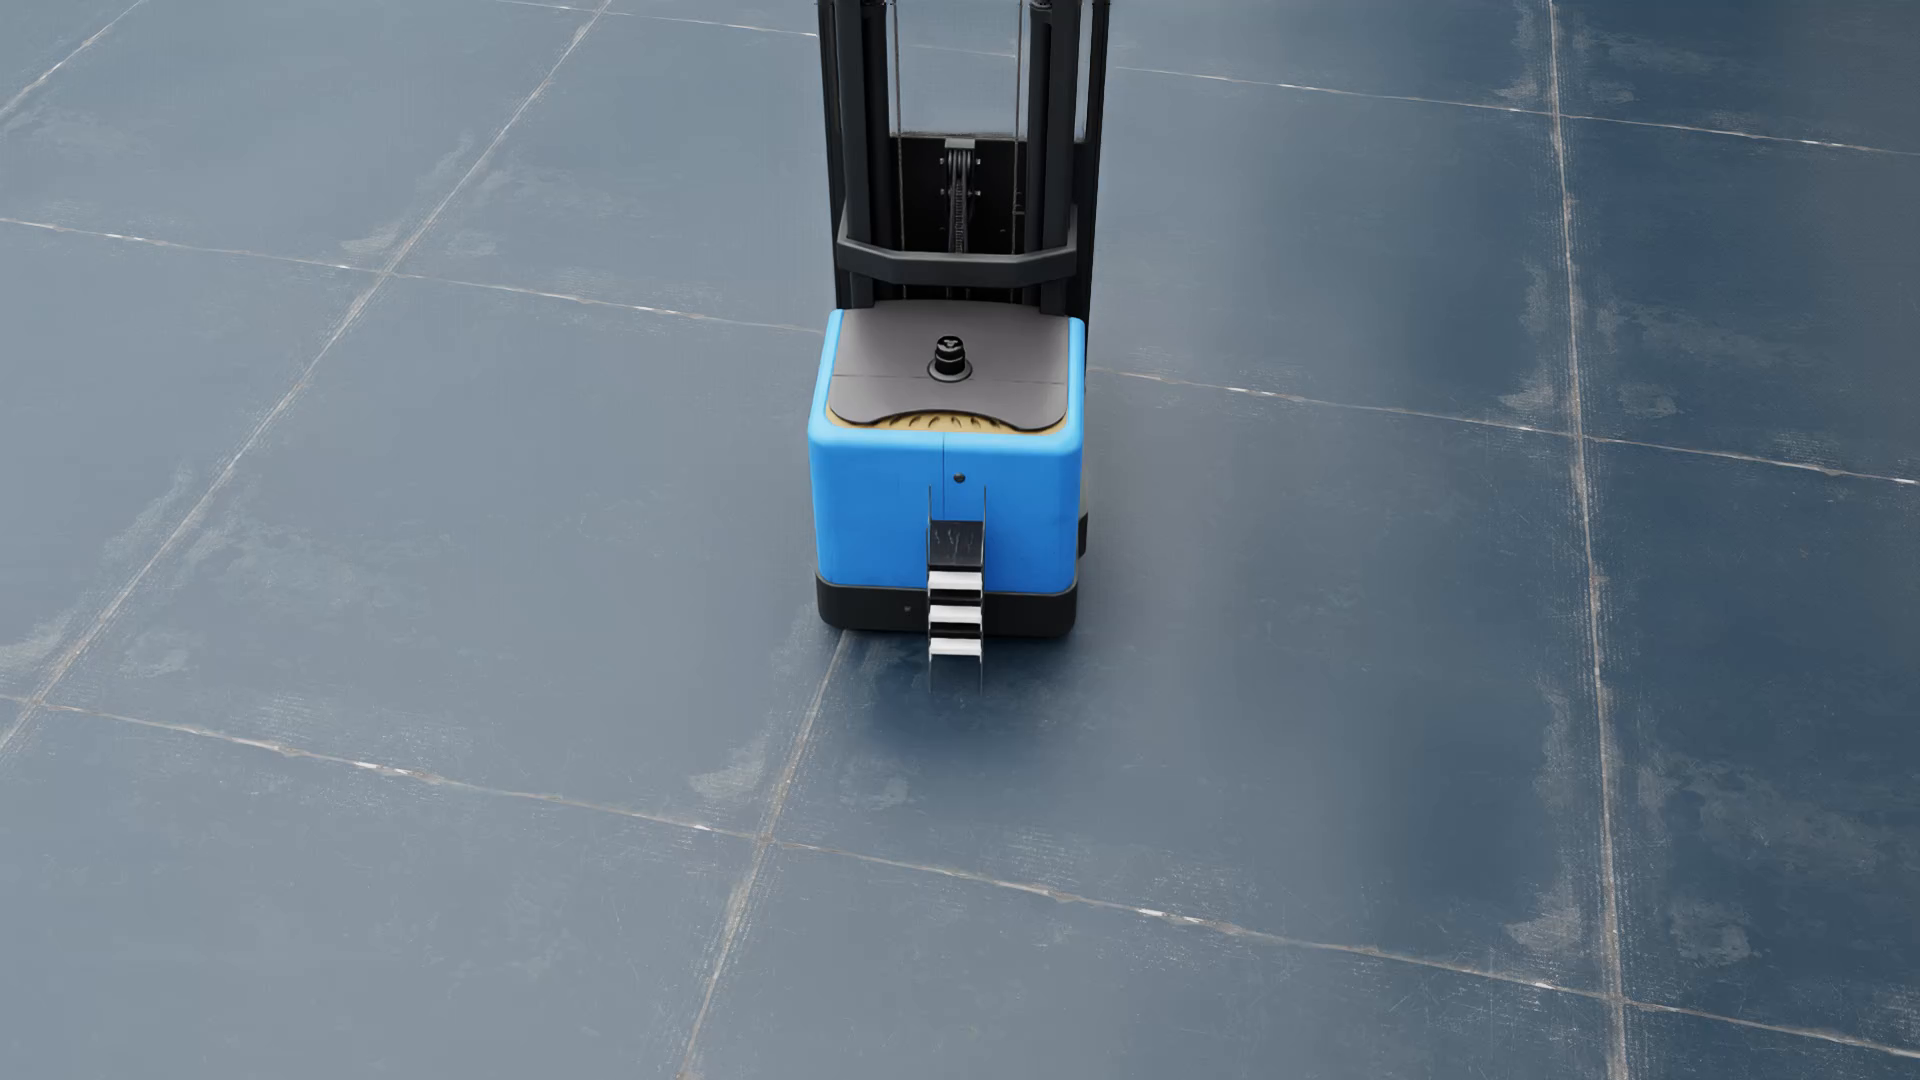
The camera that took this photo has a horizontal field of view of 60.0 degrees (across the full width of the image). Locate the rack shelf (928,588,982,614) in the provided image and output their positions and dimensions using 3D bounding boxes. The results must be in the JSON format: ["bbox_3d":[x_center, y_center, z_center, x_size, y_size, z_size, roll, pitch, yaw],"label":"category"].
[{"bbox_3d":[-0.014,0.164,6.309,0.200,0.077,0.258,2,44,2],"label":"rack shelf"}]

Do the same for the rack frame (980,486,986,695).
[{"bbox_3d":[0.088,0.207,6.346,0.006,0.900,0.240,2,44,2],"label":"rack frame"}]

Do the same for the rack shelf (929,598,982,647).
[{"bbox_3d":[-0.014,0.293,6.434,0.200,0.077,0.258,2,44,2],"label":"rack shelf"}]

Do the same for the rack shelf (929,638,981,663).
[{"bbox_3d":[-0.014,0.358,6.497,0.200,0.077,0.258,2,44,2],"label":"rack shelf"}]

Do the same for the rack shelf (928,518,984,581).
[{"bbox_3d":[-0.014,0.034,6.185,0.200,0.077,0.258,2,44,2],"label":"rack shelf"}]

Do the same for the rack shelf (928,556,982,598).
[{"bbox_3d":[-0.014,0.099,6.247,0.200,0.077,0.258,2,44,2],"label":"rack shelf"}]

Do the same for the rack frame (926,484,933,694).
[{"bbox_3d":[-0.115,0.202,6.352,0.006,0.900,0.240,2,44,2],"label":"rack frame"}]

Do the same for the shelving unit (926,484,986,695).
[{"bbox_3d":[-0.014,0.204,6.349,0.210,0.900,0.258,2,44,2],"label":"shelving unit"}]

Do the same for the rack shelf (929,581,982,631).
[{"bbox_3d":[-0.014,0.228,6.372,0.200,0.077,0.258,2,44,2],"label":"rack shelf"}]

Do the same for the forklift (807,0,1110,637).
[{"bbox_3d":[0.029,-1.678,6.840,1.130,2.935,3.031,2,44,2],"label":"forklift"}]
